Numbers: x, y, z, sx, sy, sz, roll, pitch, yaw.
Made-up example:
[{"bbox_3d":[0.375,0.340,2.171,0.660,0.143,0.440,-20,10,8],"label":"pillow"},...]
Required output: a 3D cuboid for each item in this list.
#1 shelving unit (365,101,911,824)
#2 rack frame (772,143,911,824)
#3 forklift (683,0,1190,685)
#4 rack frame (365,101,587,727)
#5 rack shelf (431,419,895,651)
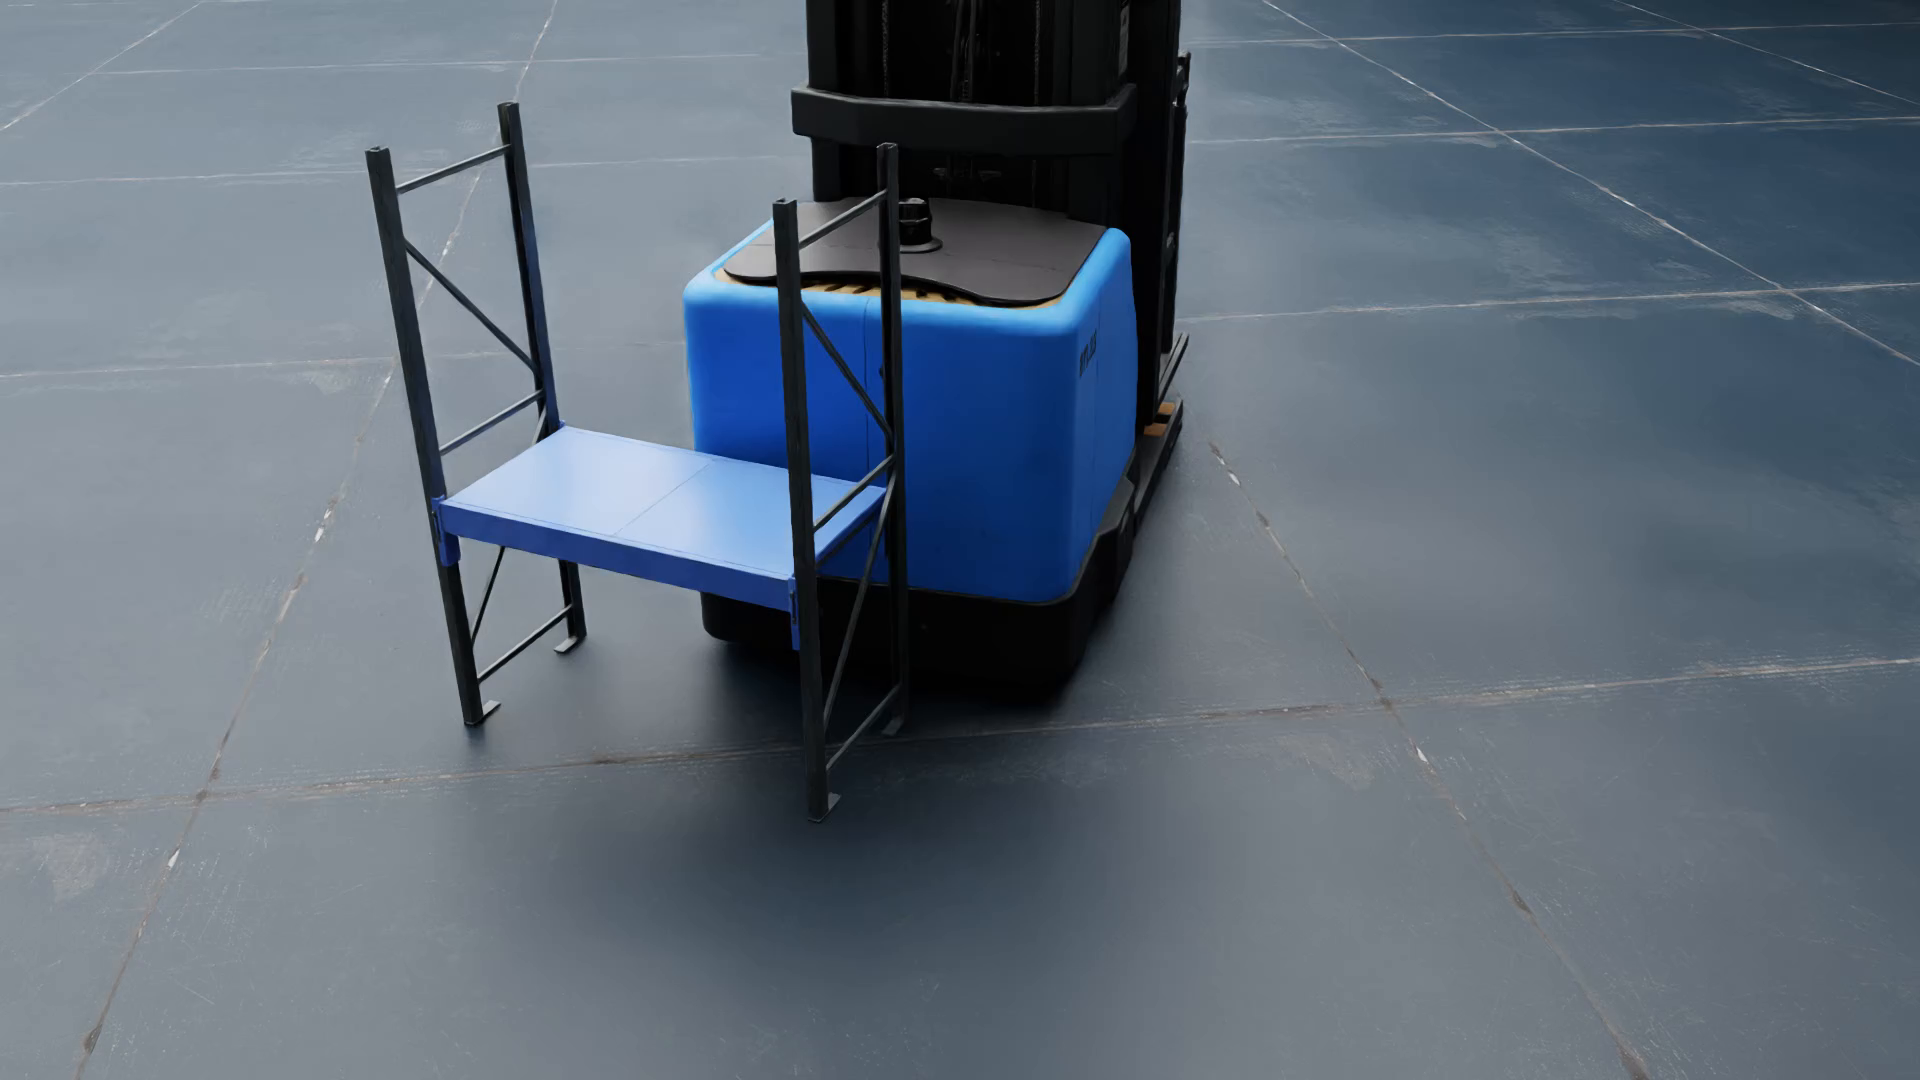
[{"bbox_3d":[-0.712,-0.195,3.979,1.048,1.500,0.538,12,30,21],"label":"shelving unit"},{"bbox_3d":[-0.248,-0.100,3.795,0.032,1.500,0.500,12,30,21],"label":"rack frame"},{"bbox_3d":[0.165,-1.579,5.117,1.130,2.935,3.031,7,28,14],"label":"forklift"},{"bbox_3d":[-1.176,-0.289,4.163,0.032,1.500,0.500,12,30,21],"label":"rack frame"},{"bbox_3d":[-0.711,-0.036,4.063,1.000,0.185,0.538,12,30,21],"label":"rack shelf"}]
